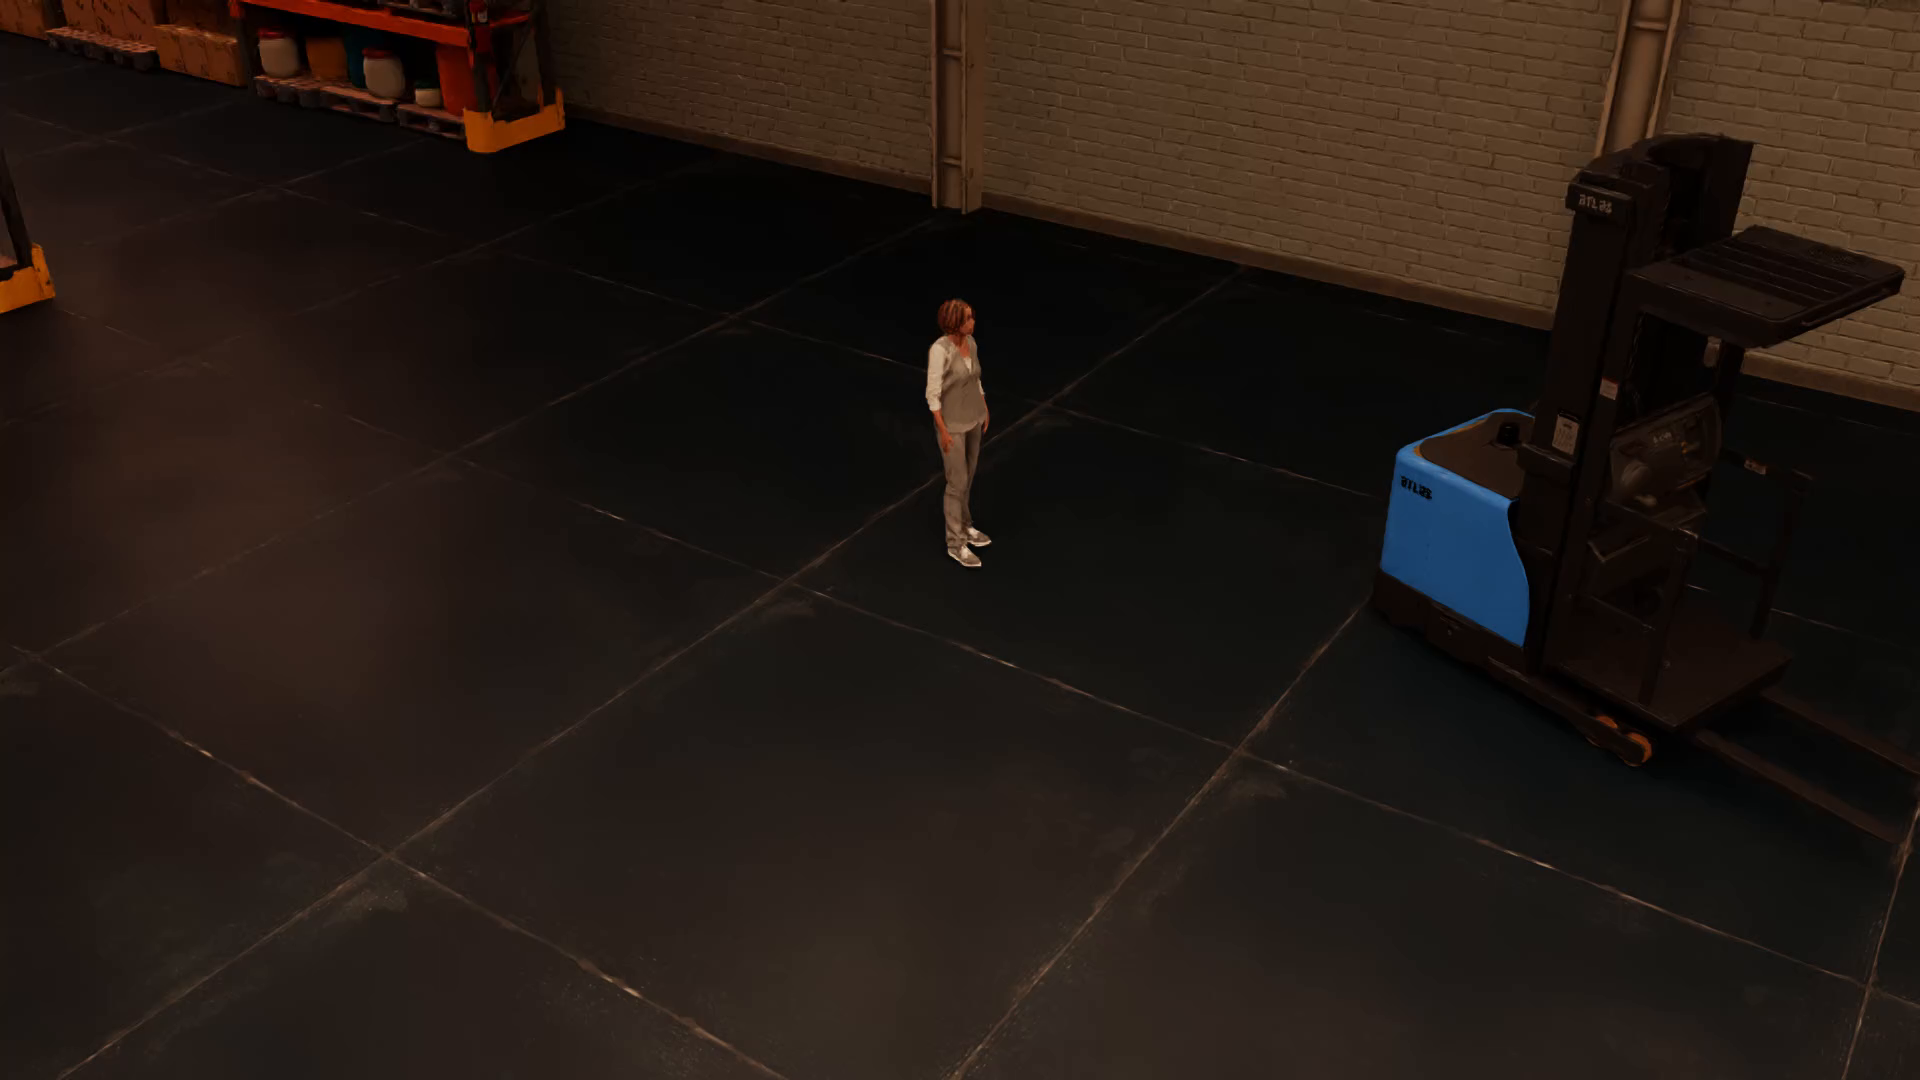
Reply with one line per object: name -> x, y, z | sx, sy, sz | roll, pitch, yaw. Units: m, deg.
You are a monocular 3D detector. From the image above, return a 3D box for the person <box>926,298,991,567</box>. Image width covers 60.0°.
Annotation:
person -> 0.054, -0.670, 10.050 | 0.474, 1.597, 0.521 | 19, 35, 29

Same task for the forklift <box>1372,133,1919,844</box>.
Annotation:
forklift -> 3.685, -0.391, 8.255 | 1.130, 2.935, 3.031 | -20, 36, -31
